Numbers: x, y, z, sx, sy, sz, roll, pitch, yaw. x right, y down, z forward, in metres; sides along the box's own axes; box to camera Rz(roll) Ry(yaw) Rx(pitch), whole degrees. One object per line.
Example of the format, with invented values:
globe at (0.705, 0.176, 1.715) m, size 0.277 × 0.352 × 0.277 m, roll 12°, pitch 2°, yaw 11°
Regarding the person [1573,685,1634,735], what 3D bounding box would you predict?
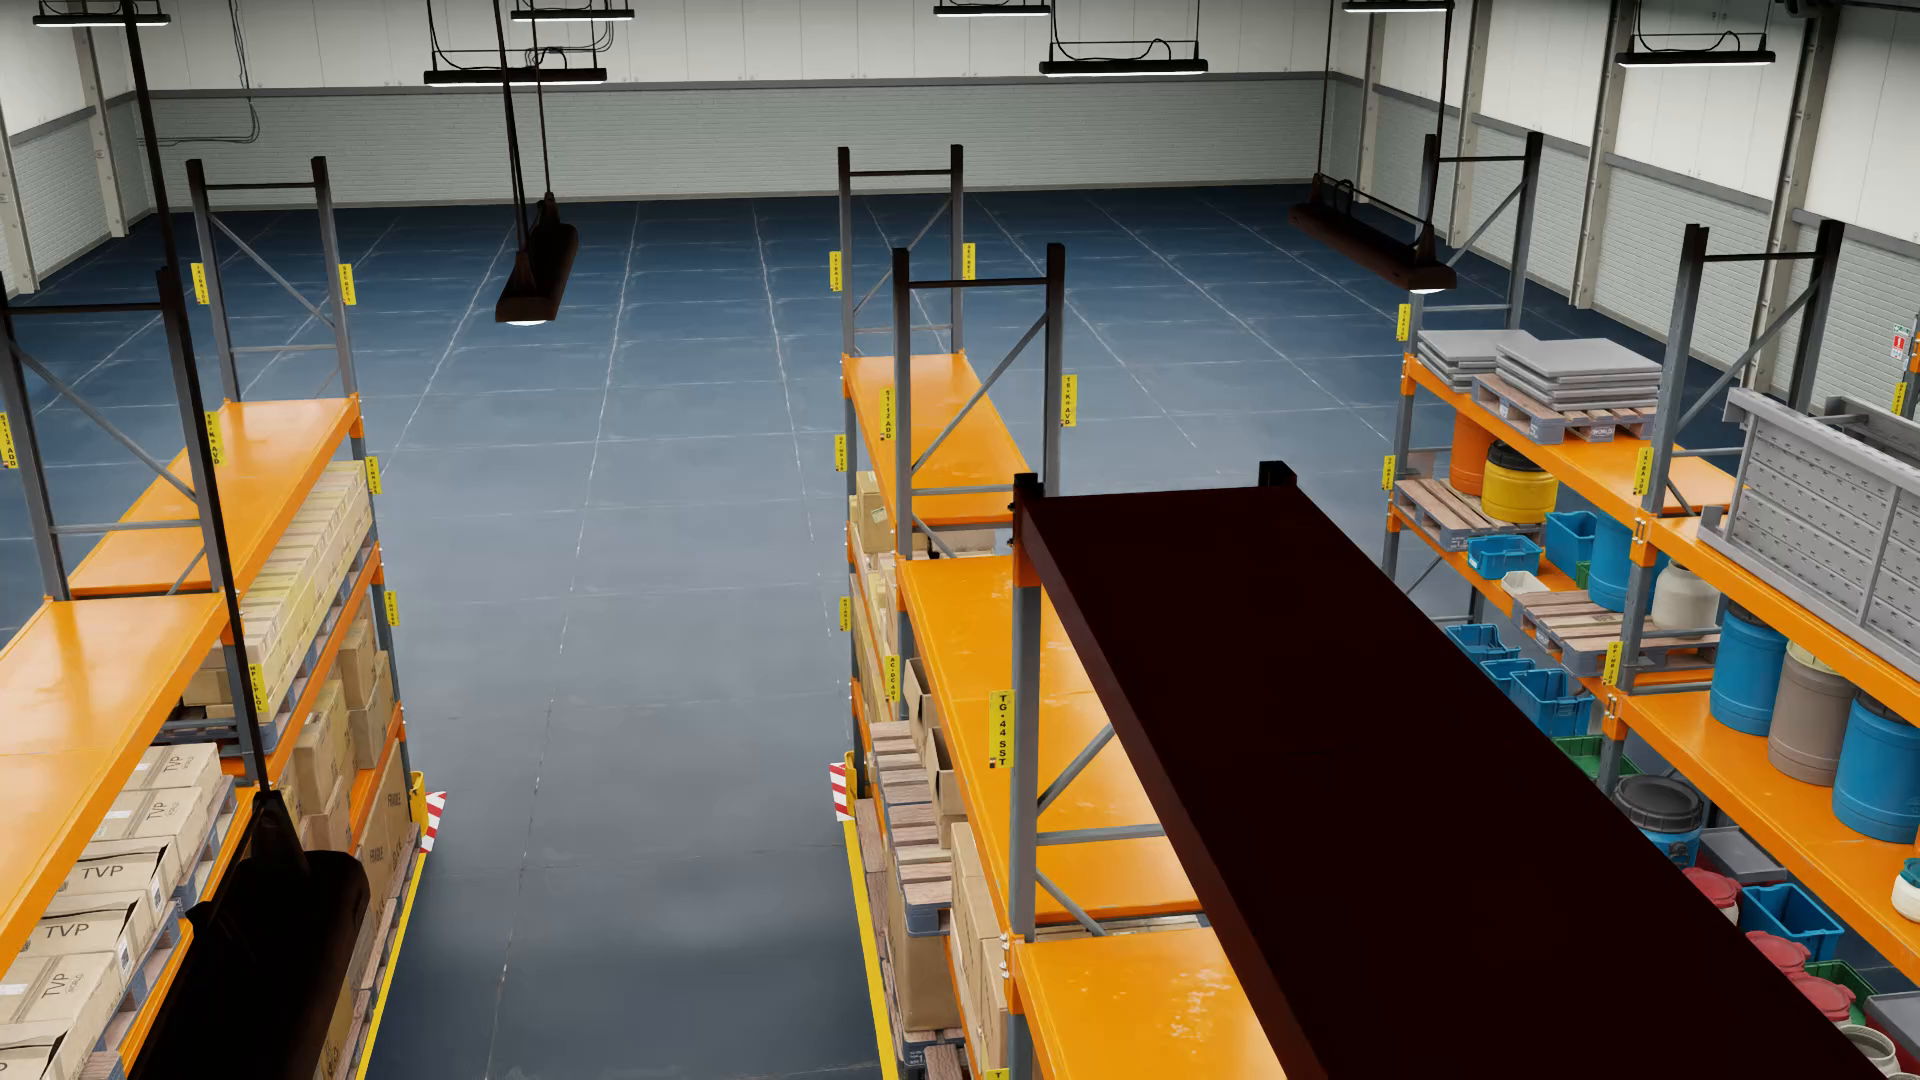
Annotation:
person at (6.045, 1.447, 15.795) m, size 0.477 × 1.668 × 0.731 m, roll -12°, pitch 25°, yaw -28°
